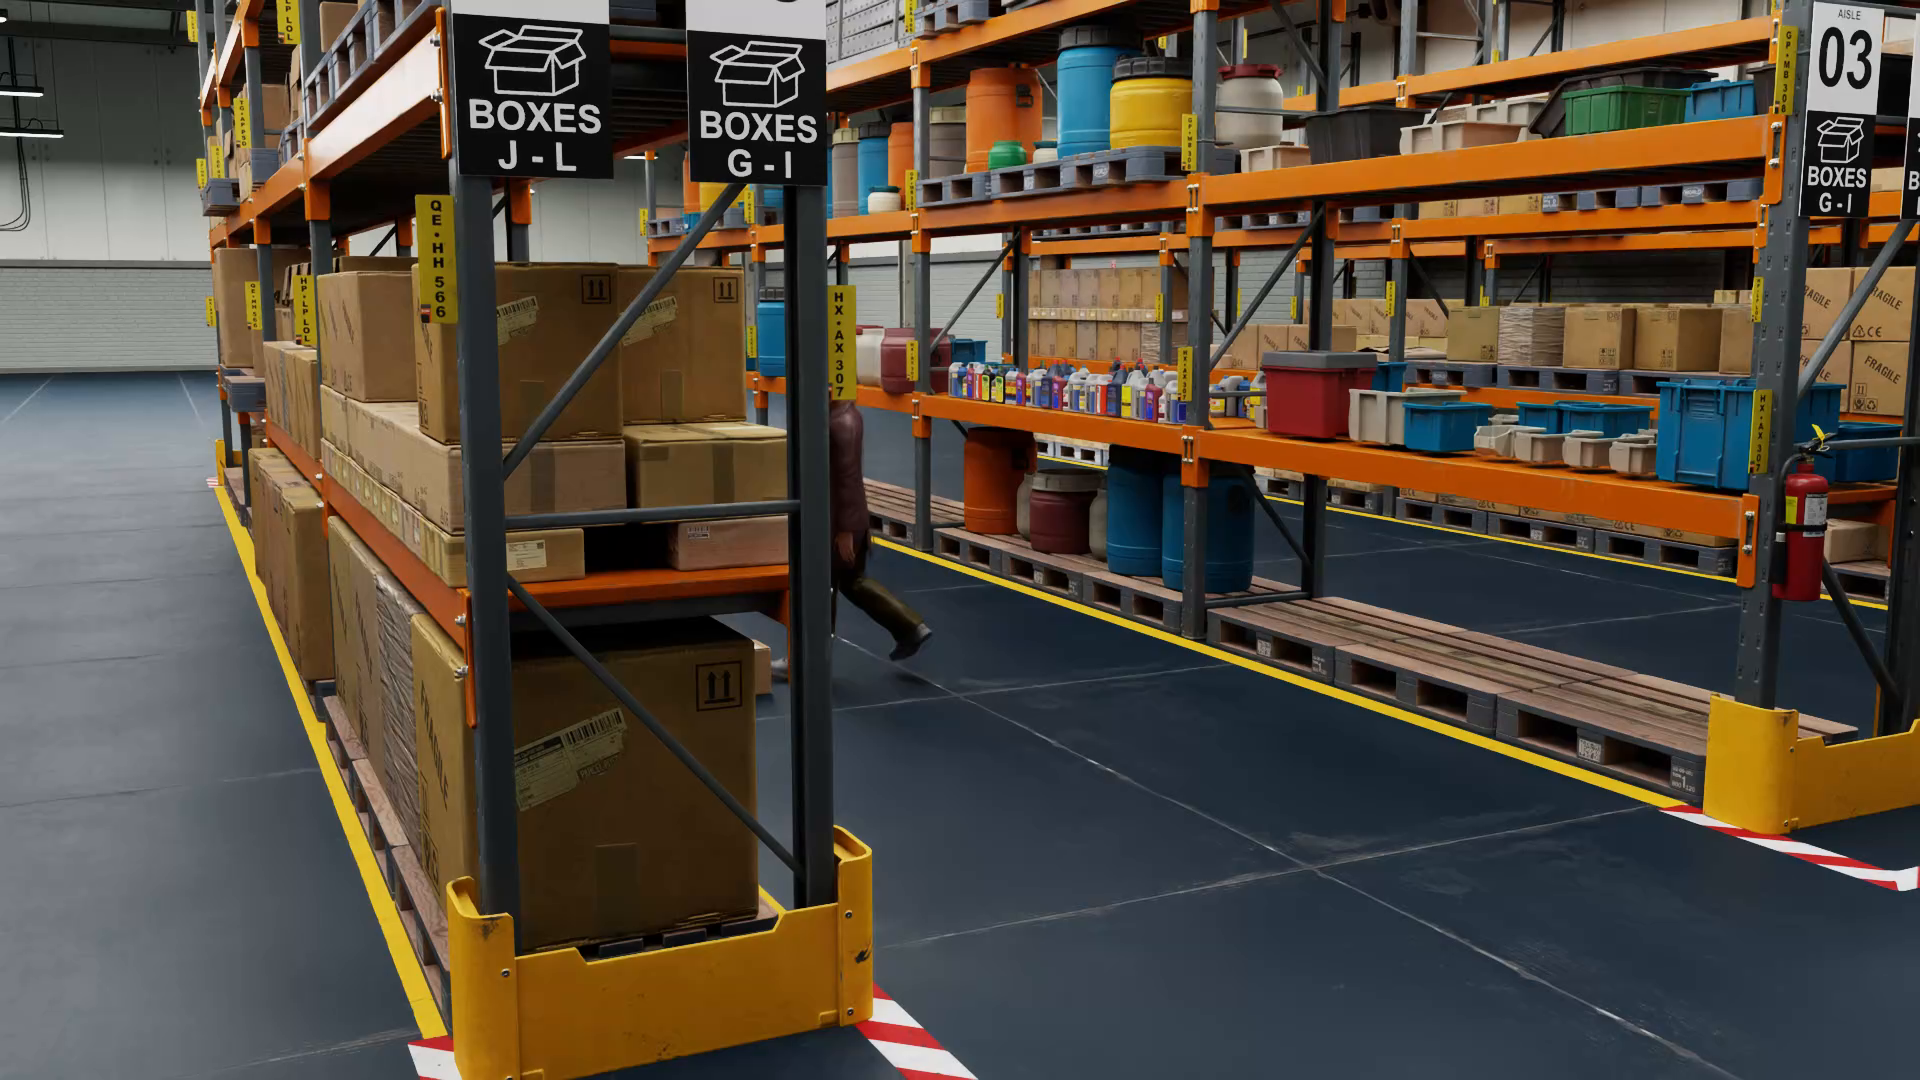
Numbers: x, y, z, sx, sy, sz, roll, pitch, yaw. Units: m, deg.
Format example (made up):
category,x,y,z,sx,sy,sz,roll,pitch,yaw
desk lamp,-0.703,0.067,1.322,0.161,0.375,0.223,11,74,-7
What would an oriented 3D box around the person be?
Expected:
category,x,y,z,sx,sy,sz,roll,pitch,yaw
person,-0.620,-0.105,9.098,0.934,1.763,0.652,0,8,0
